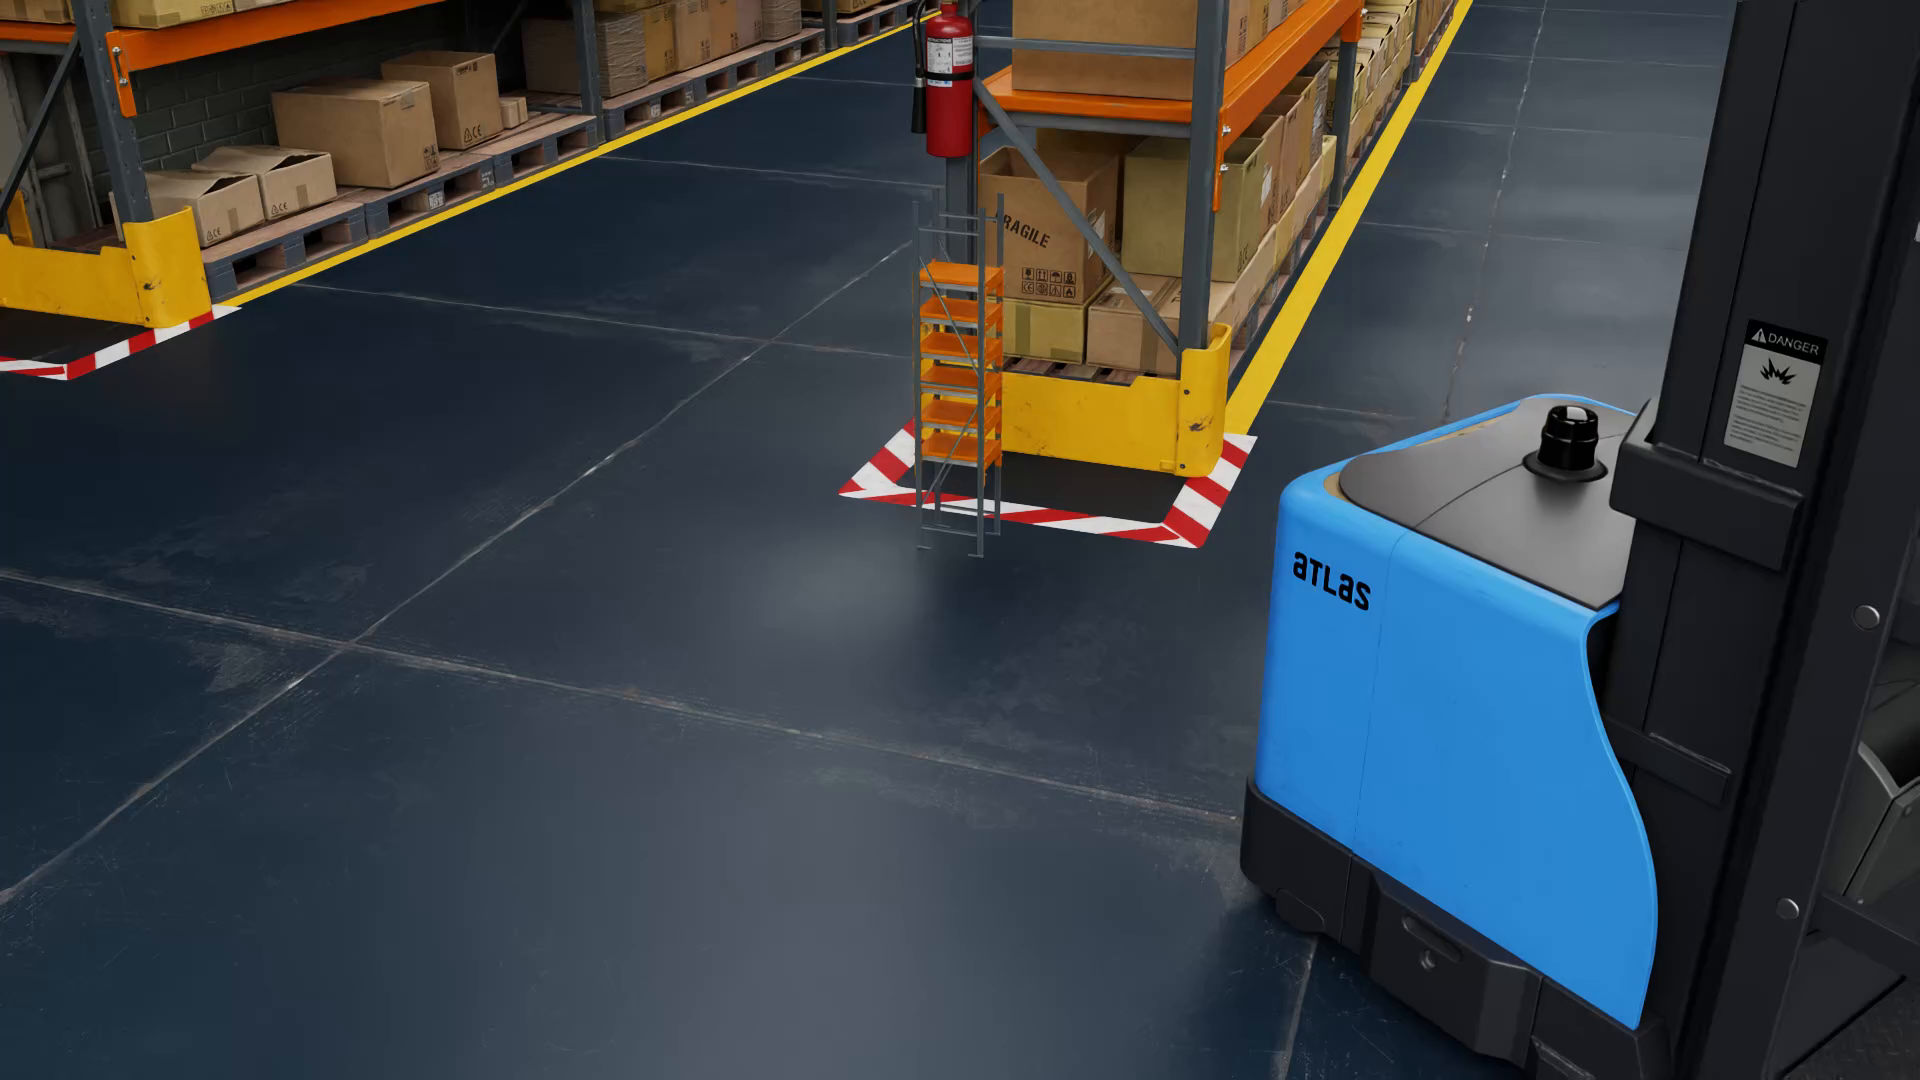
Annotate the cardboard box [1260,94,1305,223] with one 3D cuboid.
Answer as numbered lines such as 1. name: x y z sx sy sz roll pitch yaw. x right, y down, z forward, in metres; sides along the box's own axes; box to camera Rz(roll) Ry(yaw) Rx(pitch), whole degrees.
1. cardboard box: 1.328 -1.834 7.909 0.500 0.500 0.500 9 27 17

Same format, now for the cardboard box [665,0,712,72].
1. cardboard box: -2.342 -3.903 12.733 0.700 0.500 0.500 9 27 18

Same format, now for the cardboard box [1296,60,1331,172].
1. cardboard box: 1.644 -2.248 8.764 0.500 0.500 0.500 9 27 17

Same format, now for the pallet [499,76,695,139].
1. pallet: -2.646 -3.167 12.049 1.003 0.211 1.213 9 27 17

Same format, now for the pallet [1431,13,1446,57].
1. pallet: 3.792 -4.575 14.956 1.003 0.211 1.213 9 27 17

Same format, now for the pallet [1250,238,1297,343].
1. pallet: 1.061 -1.306 8.206 1.003 0.211 1.213 9 27 17

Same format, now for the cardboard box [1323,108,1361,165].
1. cardboard box: 2.137 -2.466 10.075 0.500 0.250 0.500 8 27 16

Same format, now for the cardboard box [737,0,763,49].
1. cardboard box: -2.044 -4.320 13.595 0.700 0.500 0.500 9 27 17

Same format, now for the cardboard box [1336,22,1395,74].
1. cardboard box: 2.652 -3.355 11.266 0.500 0.311 0.500 10 27 19

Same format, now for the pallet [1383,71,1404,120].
1. pallet: 2.789 -3.441 12.615 1.003 0.211 1.213 9 27 17

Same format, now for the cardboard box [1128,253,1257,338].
1. cardboard box: 0.989 -1.087 7.226 0.500 0.250 0.500 9 27 17

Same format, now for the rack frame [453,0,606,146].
1. rack frame: -2.903 -4.102 10.780 1.000 3.000 0.127 9 27 17

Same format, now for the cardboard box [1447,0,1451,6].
1. cardboard box: 4.365 -5.299 15.616 0.500 0.500 0.500 9 27 18

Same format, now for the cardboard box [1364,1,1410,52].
1. cardboard box: 2.991 -3.767 12.118 0.500 0.311 0.500 8 27 17

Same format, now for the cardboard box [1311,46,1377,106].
1. cardboard box: 2.313 -2.928 10.384 0.500 0.311 0.500 8 27 17

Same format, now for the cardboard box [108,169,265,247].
1. cardboard box: -3.919 -1.717 8.435 0.500 0.311 0.500 6 26 12

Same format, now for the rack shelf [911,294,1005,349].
1. rack shelf: -0.005 -0.710 5.391 0.258 0.103 0.180 9 27 17

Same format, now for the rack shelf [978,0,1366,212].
1. rack shelf: 1.104 -2.239 7.759 1.077 0.370 4.000 9 27 17

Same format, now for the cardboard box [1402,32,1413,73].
1. cardboard box: 3.155 -3.729 12.682 0.500 0.250 0.500 9 27 19

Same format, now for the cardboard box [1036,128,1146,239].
1. cardboard box: 0.655 -1.707 7.646 0.500 0.500 0.500 9 27 17

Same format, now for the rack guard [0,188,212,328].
1. rack guard: -4.209 -1.364 7.994 1.175 0.500 0.348 9 27 17

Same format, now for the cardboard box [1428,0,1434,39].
1. cardboard box: 3.690 -4.463 13.890 0.500 0.500 0.500 8 27 16

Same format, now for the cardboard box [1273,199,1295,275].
1. cardboard box: 1.327 -1.497 8.073 0.500 0.250 0.500 9 27 17

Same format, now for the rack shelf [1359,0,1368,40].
1. rack shelf: 2.435 -3.883 11.154 1.077 0.370 4.000 9 27 17

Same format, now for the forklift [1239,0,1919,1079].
1. forklift: 1.947 -0.089 2.570 1.130 2.935 3.031 -18 31 -32

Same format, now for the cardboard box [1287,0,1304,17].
1. cardboard box: 1.287 -2.823 8.025 0.700 0.500 0.500 9 27 18

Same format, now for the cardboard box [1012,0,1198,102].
1. cardboard box: 0.605 -1.976 6.275 0.700 0.500 0.500 9 27 17

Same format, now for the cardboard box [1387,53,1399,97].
1. cardboard box: 2.817 -3.310 11.818 0.500 0.250 0.500 9 27 19

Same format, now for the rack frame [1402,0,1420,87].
1. rack frame: 3.100 -5.029 12.694 1.000 3.000 0.127 9 27 17

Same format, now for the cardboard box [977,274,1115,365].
1. cardboard box: 0.338 -0.956 6.956 0.500 0.250 0.500 9 27 17

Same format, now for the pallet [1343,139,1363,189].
1. pallet: 1.978 -2.438 10.544 1.003 0.211 1.213 9 27 17

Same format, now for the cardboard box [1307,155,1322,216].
1. cardboard box: 1.645 -1.910 8.926 0.500 0.250 0.500 9 27 17

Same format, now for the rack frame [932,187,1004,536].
1. rack frame: 0.026 -0.572 5.554 0.240 1.200 0.006 9 27 17

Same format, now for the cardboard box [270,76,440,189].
1. cardboard box: -3.438 -2.331 9.485 0.700 0.500 0.500 7 27 14

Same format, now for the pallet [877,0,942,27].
1. pallet: -0.831 -5.303 16.461 1.003 0.211 1.213 9 27 17

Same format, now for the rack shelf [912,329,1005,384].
1. rack shelf: -0.005 -0.602 5.443 0.258 0.103 0.180 9 27 17

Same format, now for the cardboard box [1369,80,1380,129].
1. cardboard box: 2.478 -2.889 10.949 0.500 0.250 0.500 8 27 16

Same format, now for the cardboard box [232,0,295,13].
1. cardboard box: -3.613 -2.770 8.177 0.500 0.250 0.500 8 27 16

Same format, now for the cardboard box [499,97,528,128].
1. cardboard box: -3.053 -2.800 10.838 0.380 0.166 0.250 5 26 11

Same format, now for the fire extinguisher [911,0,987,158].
1. fire extinguisher: -0.039 -1.725 5.960 0.296 0.674 0.183 9 27 17

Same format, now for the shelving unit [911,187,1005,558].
1. shelving unit: -0.005 -0.534 5.476 0.258 1.200 0.189 9 27 17

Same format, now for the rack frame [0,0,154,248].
1. rack frame: -4.235 -2.458 7.385 1.000 3.000 0.127 9 27 17

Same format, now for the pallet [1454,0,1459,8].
1. pallet: 4.661 -5.700 17.280 1.003 0.211 1.213 9 27 17

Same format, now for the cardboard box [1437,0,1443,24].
1. cardboard box: 4.031 -4.884 14.759 0.500 0.500 0.500 8 27 16

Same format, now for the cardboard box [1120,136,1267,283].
1. cardboard box: 0.991 -1.424 7.062 0.500 0.500 0.500 9 27 17

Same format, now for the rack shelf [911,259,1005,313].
1. rack shelf: -0.005 -0.818 5.339 0.258 0.103 0.180 9 27 17

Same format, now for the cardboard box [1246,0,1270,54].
1. cardboard box: 0.946 -2.396 7.142 0.700 0.500 0.500 9 27 18

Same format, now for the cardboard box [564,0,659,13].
1. cardboard box: -2.531 -3.999 12.070 0.500 0.250 0.500 8 27 16

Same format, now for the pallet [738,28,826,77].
1. pallet: -1.834 -4.170 14.120 1.003 0.211 1.213 9 27 17

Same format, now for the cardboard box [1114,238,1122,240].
1. cardboard box: 0.658 -1.369 7.808 0.500 0.250 0.500 9 27 17

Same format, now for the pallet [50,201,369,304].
1. pallet: -3.906 -1.563 8.736 1.003 0.211 1.213 9 27 17

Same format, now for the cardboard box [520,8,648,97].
1. cardboard box: -2.674 -3.480 11.858 0.700 0.500 0.500 10 27 19
